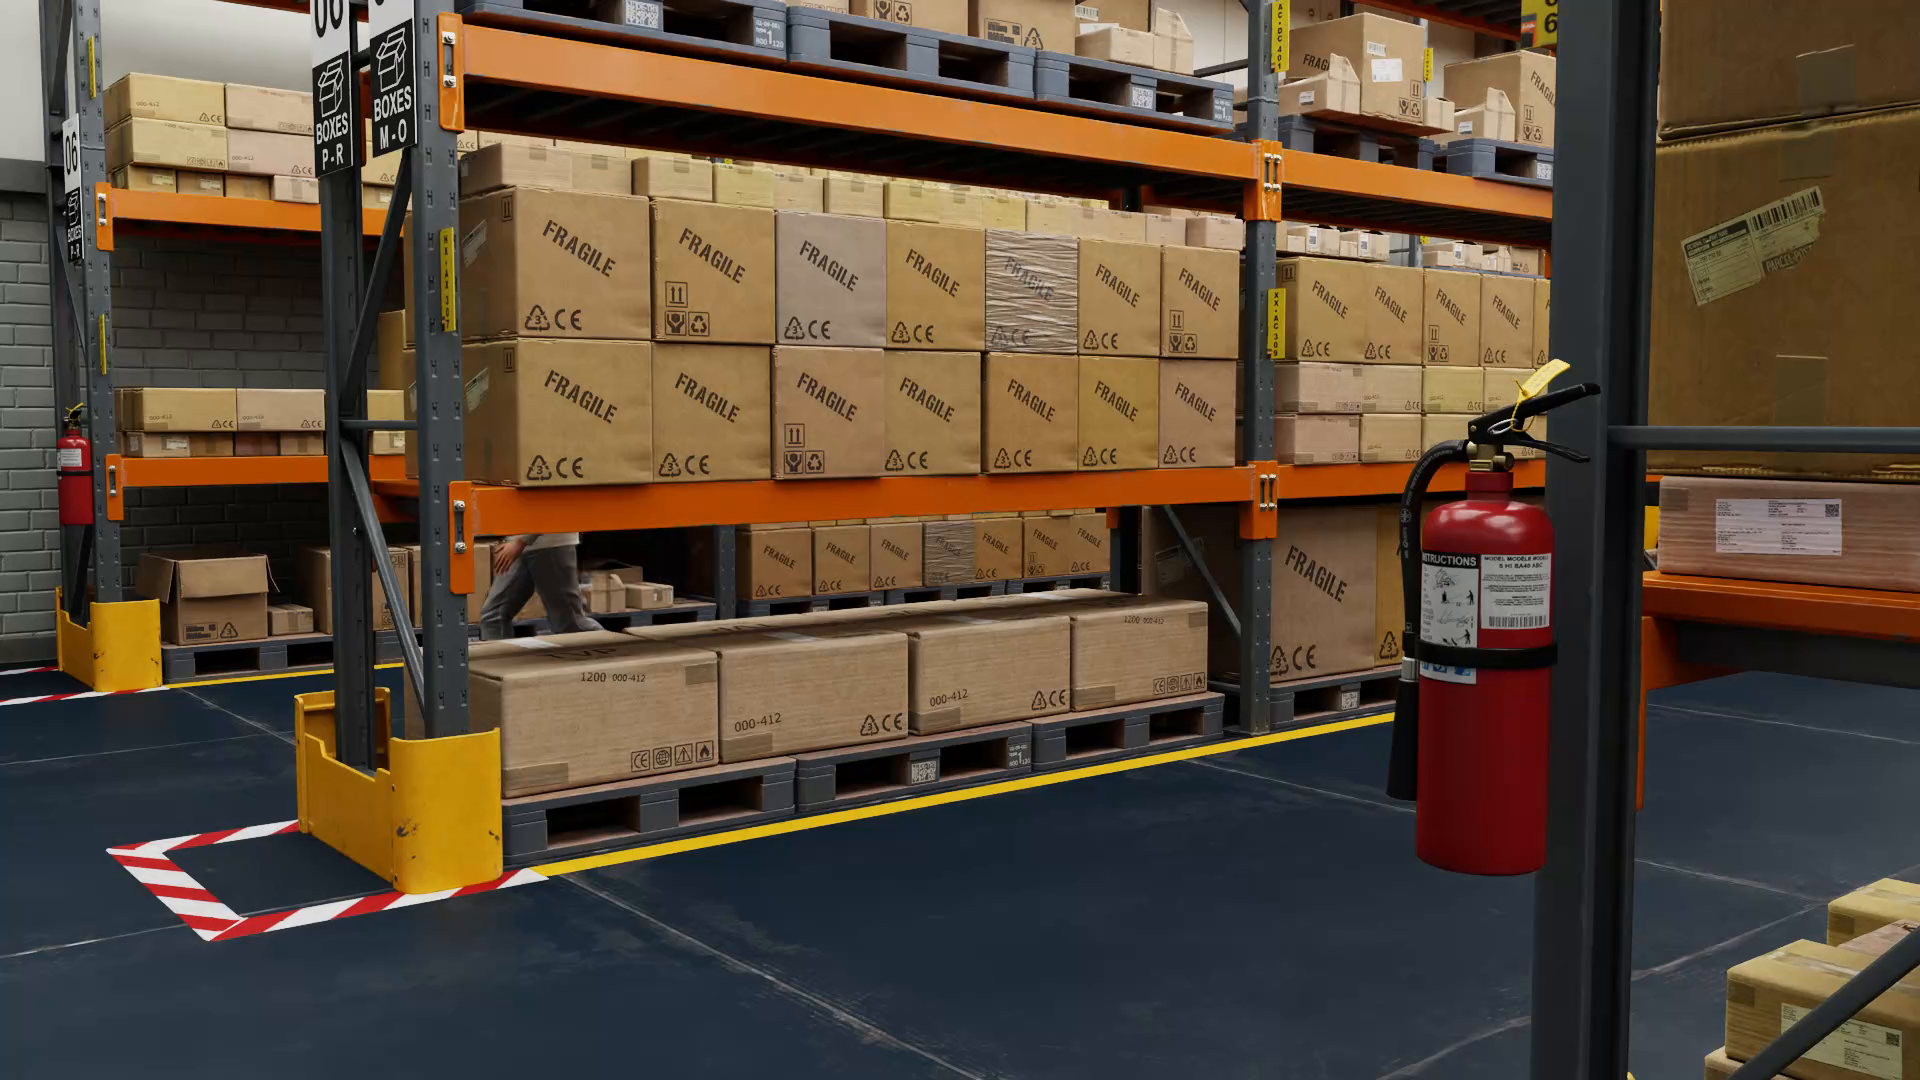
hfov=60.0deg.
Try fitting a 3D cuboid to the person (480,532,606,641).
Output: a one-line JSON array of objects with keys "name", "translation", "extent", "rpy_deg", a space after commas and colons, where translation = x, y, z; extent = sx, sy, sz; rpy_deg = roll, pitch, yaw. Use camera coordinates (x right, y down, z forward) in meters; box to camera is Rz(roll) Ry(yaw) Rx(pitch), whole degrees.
[{"name": "person", "translation": [-2.138, 0.023, 8.533], "extent": [1.039, 1.726, 0.550], "rpy_deg": [-2, 5, -24]}]
